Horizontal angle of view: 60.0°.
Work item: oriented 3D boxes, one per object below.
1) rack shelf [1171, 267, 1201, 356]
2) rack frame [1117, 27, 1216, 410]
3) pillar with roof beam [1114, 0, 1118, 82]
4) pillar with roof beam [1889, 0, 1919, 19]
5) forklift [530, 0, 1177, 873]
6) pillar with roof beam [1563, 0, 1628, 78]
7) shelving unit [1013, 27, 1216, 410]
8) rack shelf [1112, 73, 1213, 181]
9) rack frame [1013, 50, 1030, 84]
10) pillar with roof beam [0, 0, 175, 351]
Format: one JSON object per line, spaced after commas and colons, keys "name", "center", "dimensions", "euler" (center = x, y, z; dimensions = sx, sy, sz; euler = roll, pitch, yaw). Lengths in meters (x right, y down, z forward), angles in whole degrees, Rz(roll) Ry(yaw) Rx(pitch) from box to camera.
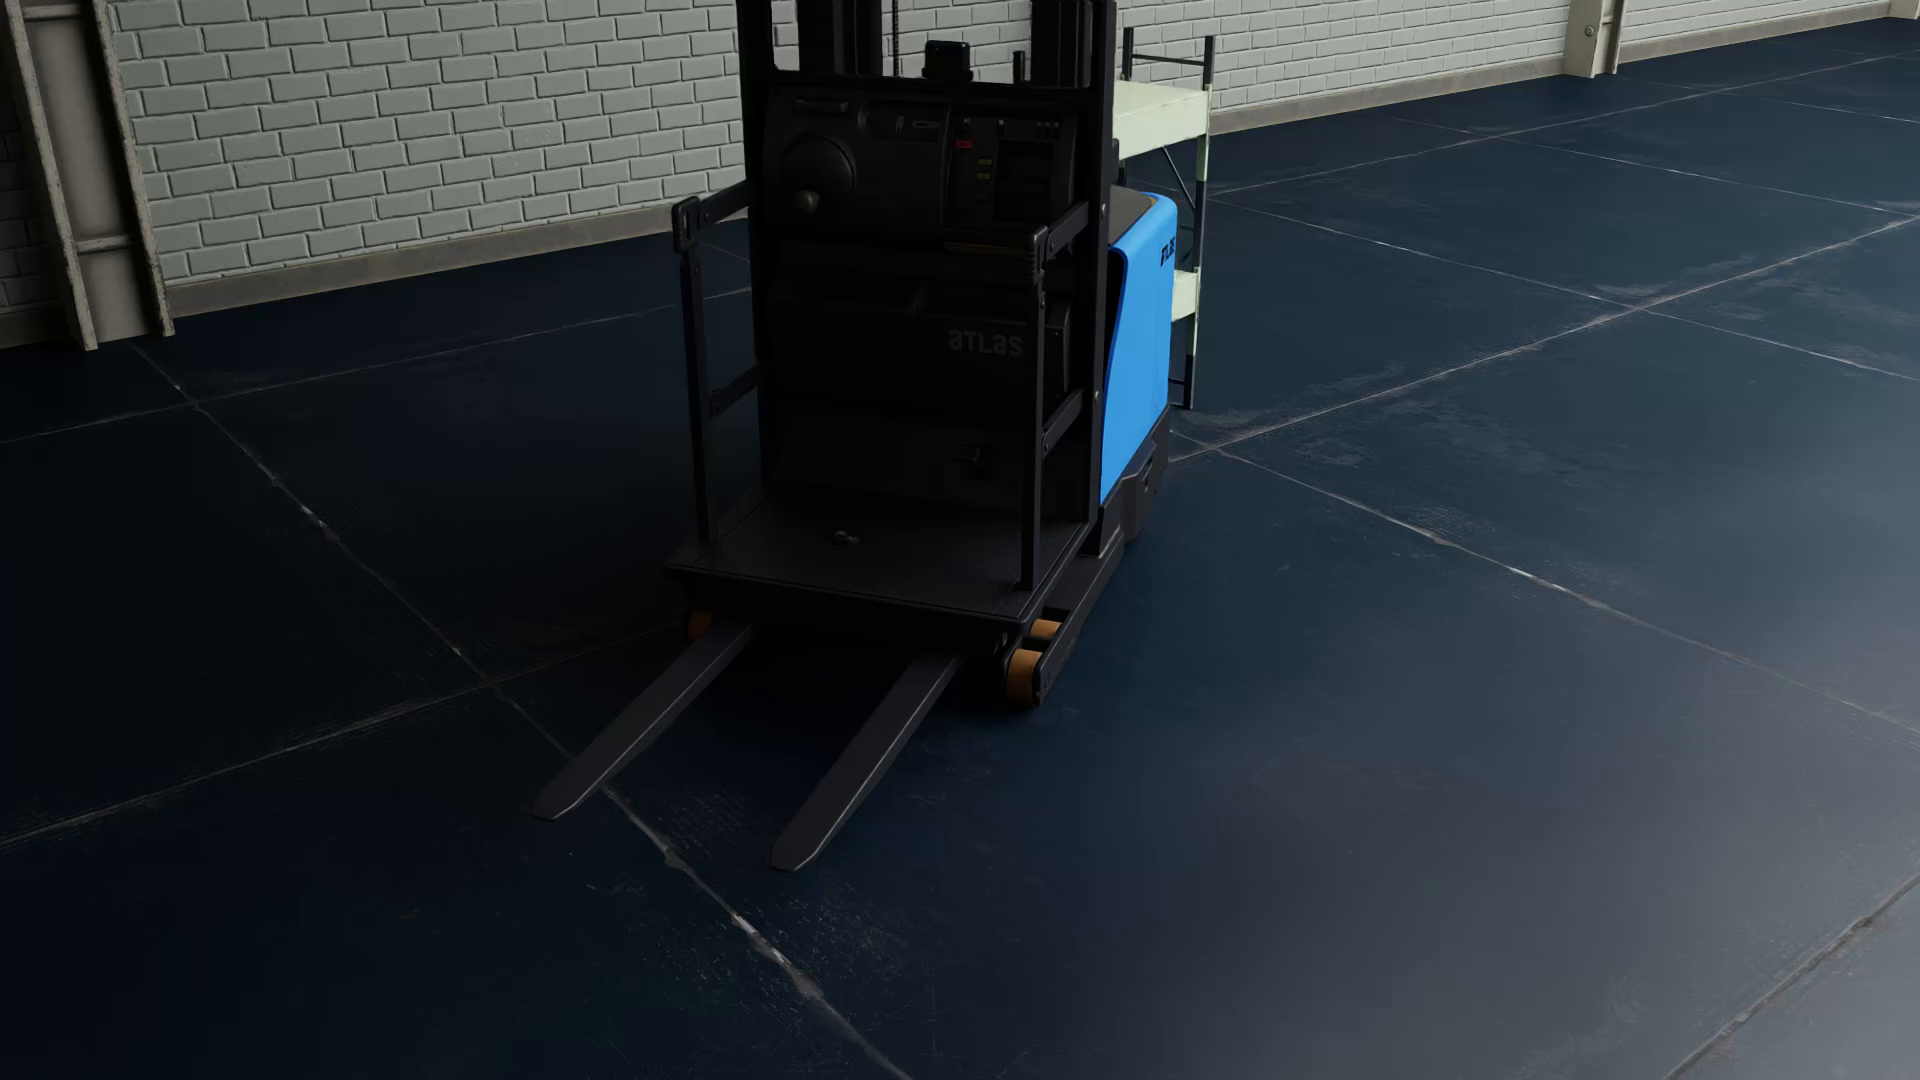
{"name": "rack shelf", "center": [0.582, -0.860, 6.595], "dimensions": [0.431, 0.370, 0.720], "euler": [18, 30, 34]}
{"name": "rack frame", "center": [0.805, -1.277, 6.720], "dimensions": [0.400, 1.500, 0.023], "euler": [18, 30, 34]}
{"name": "pillar with roof beam", "center": [3.430, -5.182, 6.226], "dimensions": [0.400, 9.000, 9.100], "euler": [-18, 31, -34]}
{"name": "pillar with roof beam", "center": [12.873, -8.299, 12.943], "dimensions": [0.400, 9.000, 9.100], "euler": [-18, 31, -34]}
{"name": "forklift", "center": [-0.189, -1.047, 4.524], "dimensions": [1.130, 2.935, 3.031], "euler": [8, 26, 17]}
{"name": "pillar with roof beam", "center": [8.152, -6.741, 9.584], "dimensions": [0.400, 9.000, 9.100], "euler": [-18, 31, -34]}
{"name": "shelving unit", "center": [0.582, -1.155, 6.458], "dimensions": [0.431, 1.500, 0.755], "euler": [18, 30, 34]}
{"name": "rack shelf", "center": [0.582, -1.509, 6.293], "dimensions": [0.431, 0.370, 0.720], "euler": [18, 30, 34]}
{"name": "rack frame", "center": [0.358, -1.033, 6.195], "dimensions": [0.400, 1.500, 0.023], "euler": [18, 30, 34]}
{"name": "pillar with roof beam", "center": [-1.291, -3.623, 2.868], "dimensions": [0.400, 9.000, 9.100], "euler": [-18, 31, -34]}
